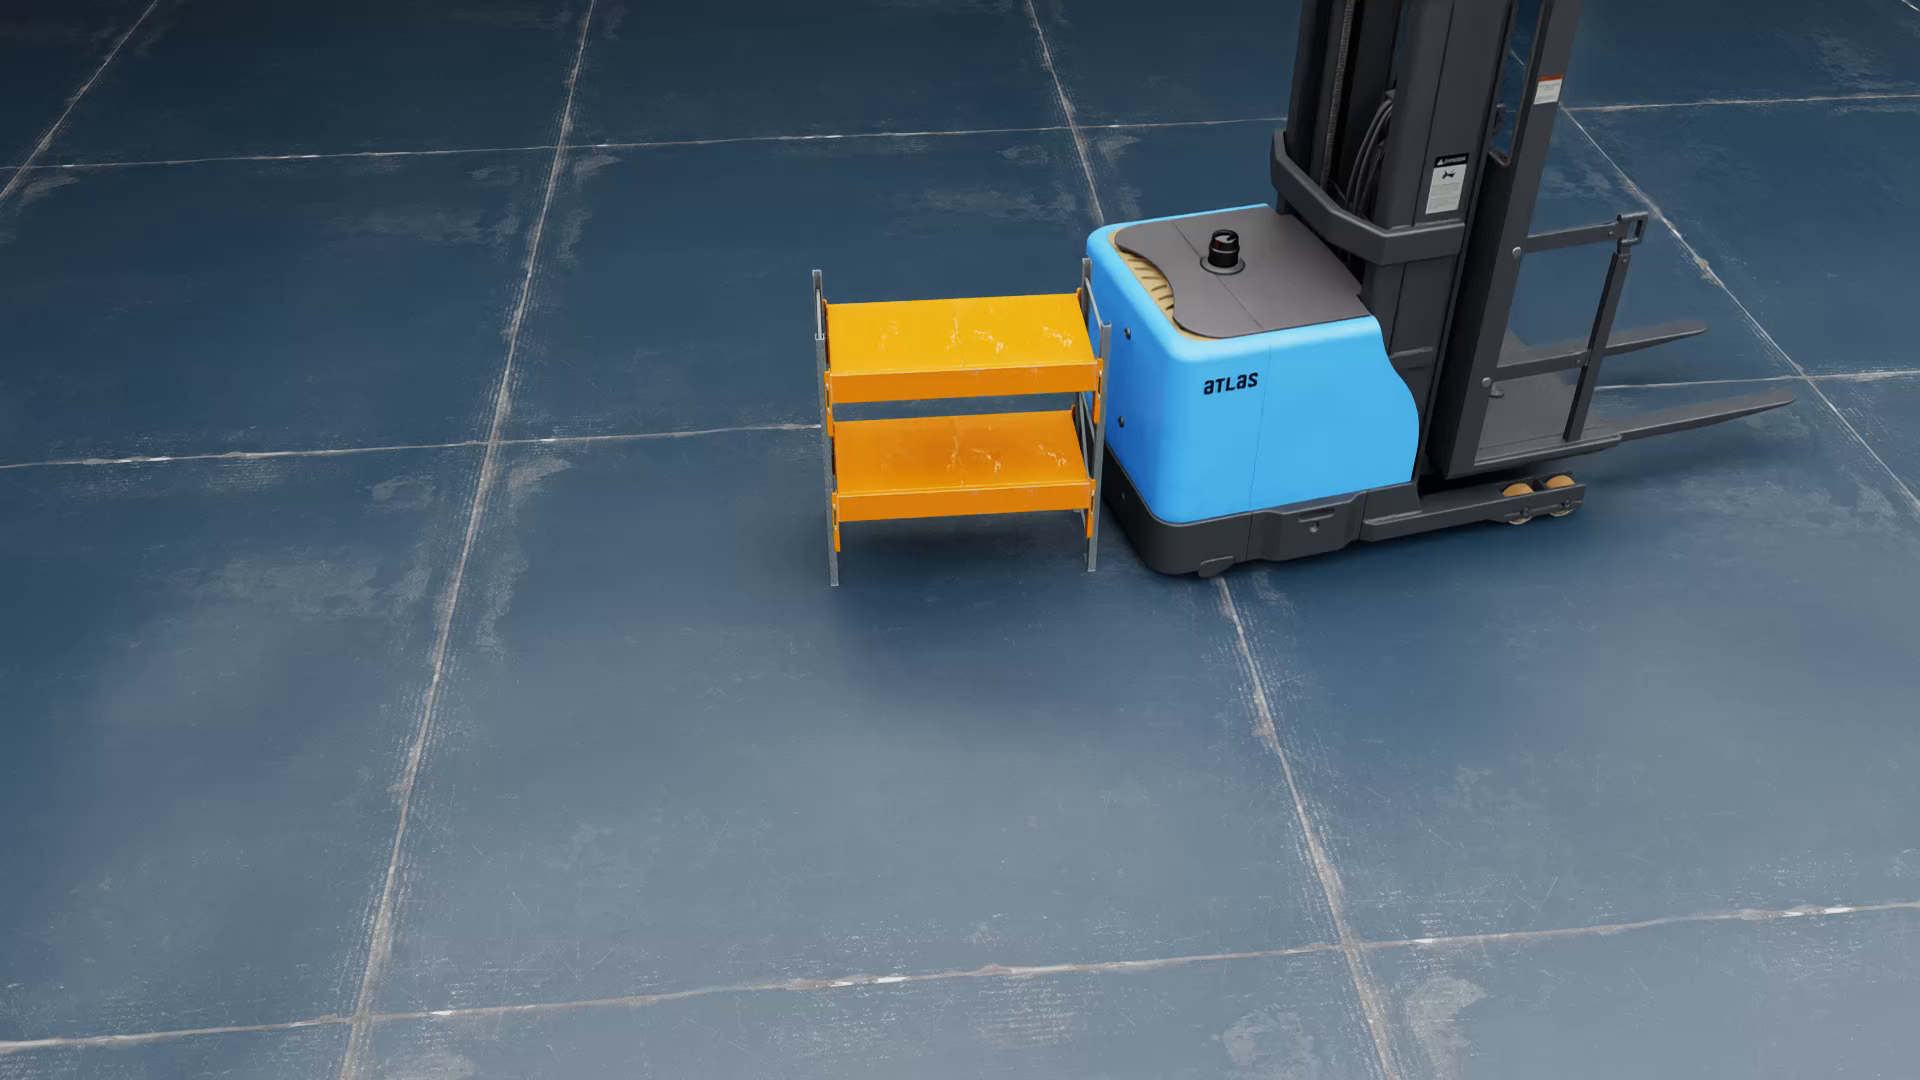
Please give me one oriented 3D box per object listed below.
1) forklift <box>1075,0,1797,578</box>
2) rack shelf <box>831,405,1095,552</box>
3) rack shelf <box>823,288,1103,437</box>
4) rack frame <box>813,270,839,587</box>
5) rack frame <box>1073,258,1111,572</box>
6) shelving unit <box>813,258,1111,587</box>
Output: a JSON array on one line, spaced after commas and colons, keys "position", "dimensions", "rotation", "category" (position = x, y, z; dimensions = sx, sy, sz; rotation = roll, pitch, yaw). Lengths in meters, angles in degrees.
[{"position": [2.063, -1.520, 6.310], "dimensions": [3.031, 2.935, 1.130], "rotation": [-10, 39, -13], "category": "forklift"}, {"position": [-0.007, -0.249, 6.553], "dimensions": [1.000, 0.278, 0.538], "rotation": [-3, 38, -4], "category": "rack shelf"}, {"position": [-0.007, -0.671, 6.220], "dimensions": [1.000, 0.278, 0.538], "rotation": [-3, 38, -4], "category": "rack shelf"}, {"position": [-0.513, -0.413, 6.366], "dimensions": [0.032, 1.125, 0.500], "rotation": [-3, 38, -4], "category": "rack frame"}, {"position": [0.500, -0.469, 6.436], "dimensions": [0.032, 1.125, 0.500], "rotation": [-3, 38, -4], "category": "rack frame"}, {"position": [-0.007, -0.441, 6.401], "dimensions": [1.048, 1.125, 0.538], "rotation": [-3, 38, -4], "category": "shelving unit"}]
